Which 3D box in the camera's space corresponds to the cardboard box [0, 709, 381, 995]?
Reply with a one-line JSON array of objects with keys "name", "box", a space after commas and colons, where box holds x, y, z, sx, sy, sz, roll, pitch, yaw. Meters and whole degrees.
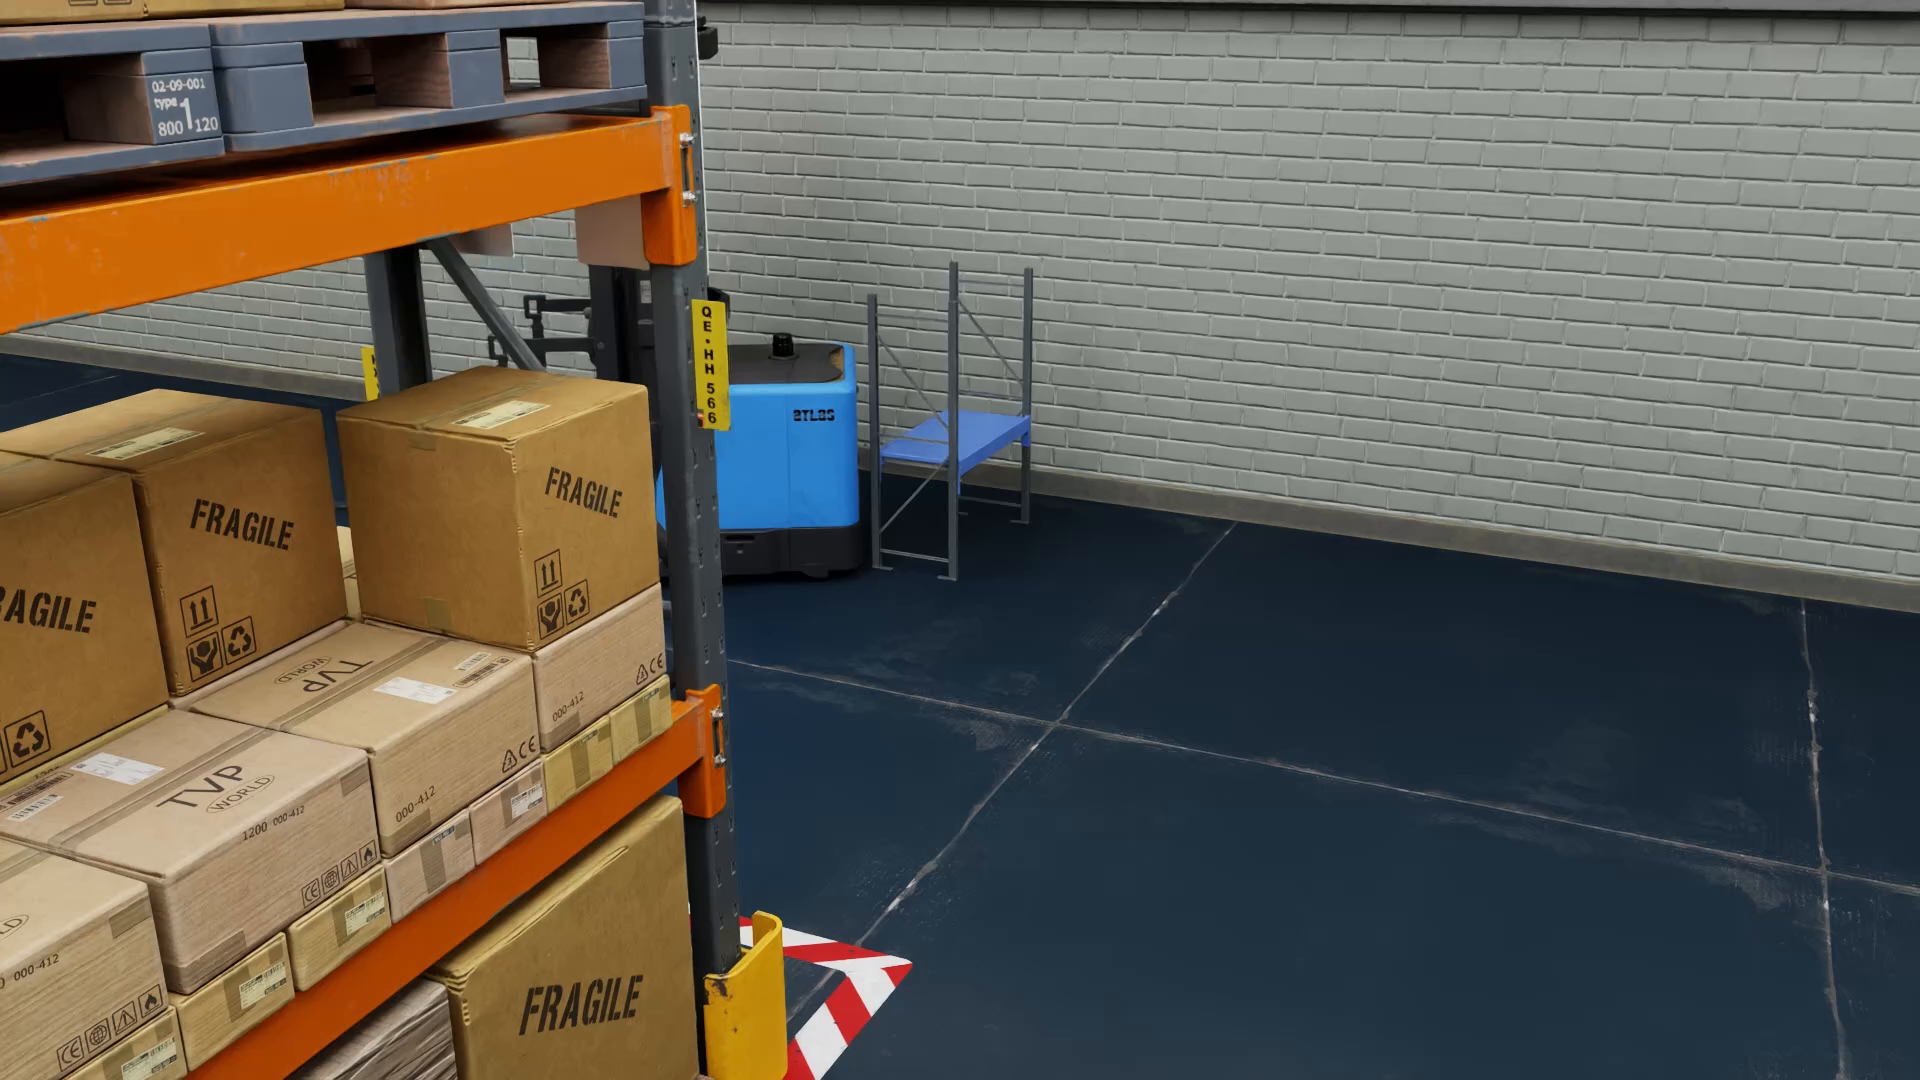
[{"name": "cardboard box", "box": [-1.482, 0.572, 3.164, 0.500, 0.250, 0.500, 8, 21, 21]}]

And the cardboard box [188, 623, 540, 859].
[{"name": "cardboard box", "box": [-1.274, 0.416, 3.602, 0.500, 0.250, 0.500, 8, 21, 22]}]

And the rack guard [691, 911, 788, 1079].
[{"name": "rack guard", "box": [-1.100, 1.316, 5.021, 1.175, 0.500, 0.348, 9, 21, 23]}]

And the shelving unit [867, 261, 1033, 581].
[{"name": "shelving unit", "box": [-0.035, -0.681, 9.144, 0.538, 1.500, 1.048, 9, 21, 23]}]

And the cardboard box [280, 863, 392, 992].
[{"name": "cardboard box", "box": [-1.372, 0.731, 3.312, 0.380, 0.149, 0.250, 8, 21, 21]}]

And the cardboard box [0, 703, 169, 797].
[{"name": "cardboard box", "box": [-1.968, 0.499, 3.368, 0.500, 0.250, 0.500, 8, 21, 21]}]

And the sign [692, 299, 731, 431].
[{"name": "sign", "box": [-0.620, -0.432, 4.126, 0.100, 0.325, 0.005, 9, 21, 23]}]

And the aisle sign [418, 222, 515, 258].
[{"name": "aisle sign", "box": [-1.354, -1.142, 4.323, 0.394, 0.787, 0.004, 9, 21, 23]}]

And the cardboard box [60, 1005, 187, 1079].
[{"name": "cardboard box", "box": [-1.581, 0.886, 2.876, 0.380, 0.149, 0.250, 9, 21, 24]}]

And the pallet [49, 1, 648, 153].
[{"name": "pallet", "box": [-1.404, -0.997, 3.452, 1.003, 0.211, 1.213, 9, 21, 23]}]

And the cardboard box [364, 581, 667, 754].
[{"name": "cardboard box", "box": [-1.066, 0.261, 4.038, 0.500, 0.250, 0.500, 8, 21, 22]}]

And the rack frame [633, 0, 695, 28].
[{"name": "rack frame", "box": [-1.109, -2.680, 3.576, 1.000, 3.000, 0.127, 9, 21, 23]}]

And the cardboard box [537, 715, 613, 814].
[{"name": "cardboard box", "box": [-1.060, 0.498, 3.966, 0.380, 0.149, 0.250, 9, 21, 23]}]

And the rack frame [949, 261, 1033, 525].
[{"name": "rack frame", "box": [0.173, -0.836, 9.581, 0.500, 1.500, 0.032, 9, 21, 23]}]

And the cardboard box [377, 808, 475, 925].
[{"name": "cardboard box", "box": [-1.267, 0.651, 3.536, 0.380, 0.149, 0.250, 9, 21, 24]}]

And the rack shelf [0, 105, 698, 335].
[{"name": "rack shelf", "box": [-1.928, -0.317, 2.480, 1.077, 0.370, 4.000, 9, 21, 23]}]

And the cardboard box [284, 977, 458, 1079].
[{"name": "cardboard box", "box": [-1.671, 1.434, 3.504, 0.875, 0.875, 0.875, 9, 21, 23]}]

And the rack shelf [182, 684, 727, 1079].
[{"name": "rack shelf", "box": [-1.928, 1.096, 2.983, 1.077, 0.370, 4.000, 9, 21, 23]}]

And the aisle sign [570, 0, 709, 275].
[{"name": "aisle sign", "box": [-0.806, -1.060, 4.092, 0.394, 0.787, 0.004, 9, 21, 23]}]

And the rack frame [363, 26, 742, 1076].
[{"name": "rack frame", "box": [-1.109, 0.146, 4.581, 1.000, 3.000, 0.127, 9, 21, 23]}]

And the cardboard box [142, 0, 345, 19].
[{"name": "cardboard box", "box": [-1.614, -1.237, 3.070, 0.700, 0.500, 0.500, 8, 21, 21]}]

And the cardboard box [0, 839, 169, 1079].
[{"name": "cardboard box", "box": [-1.692, 0.732, 2.715, 0.500, 0.250, 0.500, 9, 21, 23]}]

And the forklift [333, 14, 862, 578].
[{"name": "forklift", "box": [-2.063, -1.297, 8.743, 3.031, 2.935, 1.130, -1, 20, -4]}]

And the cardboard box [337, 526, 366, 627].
[{"name": "cardboard box", "box": [-1.552, 0.186, 4.248, 0.500, 0.250, 0.500, 8, 21, 21]}]

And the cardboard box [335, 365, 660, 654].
[{"name": "cardboard box", "box": [-1.069, -0.092, 3.911, 0.500, 0.500, 0.500, 9, 21, 23]}]

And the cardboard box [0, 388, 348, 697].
[{"name": "cardboard box", "box": [-1.757, -0.014, 3.693, 0.500, 0.500, 0.500, 8, 21, 21]}]

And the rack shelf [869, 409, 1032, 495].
[{"name": "rack shelf", "box": [-0.035, -0.511, 9.204, 0.538, 0.185, 1.000, 9, 21, 23]}]

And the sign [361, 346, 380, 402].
[{"name": "sign", "box": [-1.613, -0.377, 4.642, 0.100, 0.325, 0.005, 9, 21, 23]}]

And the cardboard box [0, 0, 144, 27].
[{"name": "cardboard box", "box": [-1.781, -1.073, 2.607, 0.700, 0.500, 0.500, 7, 21, 19]}]

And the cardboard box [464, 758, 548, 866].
[{"name": "cardboard box", "box": [-1.164, 0.575, 3.750, 0.380, 0.149, 0.250, 9, 21, 23]}]

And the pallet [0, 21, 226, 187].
[{"name": "pallet", "box": [-1.902, -0.623, 2.400, 1.003, 0.211, 1.213, 9, 21, 23]}]

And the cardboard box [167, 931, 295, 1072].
[{"name": "cardboard box", "box": [-1.477, 0.810, 3.089, 0.380, 0.149, 0.250, 9, 21, 23]}]

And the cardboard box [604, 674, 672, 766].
[{"name": "cardboard box", "box": [-0.955, 0.418, 4.190, 0.380, 0.149, 0.250, 9, 21, 24]}]

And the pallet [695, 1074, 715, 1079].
[{"name": "pallet", "box": [-1.365, 1.715, 4.331, 1.003, 0.211, 1.213, 9, 21, 23]}]

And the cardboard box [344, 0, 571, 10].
[{"name": "cardboard box", "box": [-1.273, -1.393, 3.507, 0.700, 0.500, 0.500, 7, 21, 19]}]

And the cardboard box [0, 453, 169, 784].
[{"name": "cardboard box", "box": [-1.964, 0.145, 3.245, 0.500, 0.500, 0.500, 8, 21, 21]}]

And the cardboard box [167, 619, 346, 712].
[{"name": "cardboard box", "box": [-1.759, 0.346, 3.799, 0.500, 0.250, 0.500, 8, 21, 22]}]

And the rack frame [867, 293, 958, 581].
[{"name": "rack frame", "box": [-0.243, -0.525, 8.707, 0.500, 1.500, 0.032, 9, 21, 23]}]

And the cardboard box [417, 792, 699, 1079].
[{"name": "cardboard box", "box": [-1.298, 1.156, 4.286, 0.875, 0.875, 0.875, 9, 21, 23]}]
